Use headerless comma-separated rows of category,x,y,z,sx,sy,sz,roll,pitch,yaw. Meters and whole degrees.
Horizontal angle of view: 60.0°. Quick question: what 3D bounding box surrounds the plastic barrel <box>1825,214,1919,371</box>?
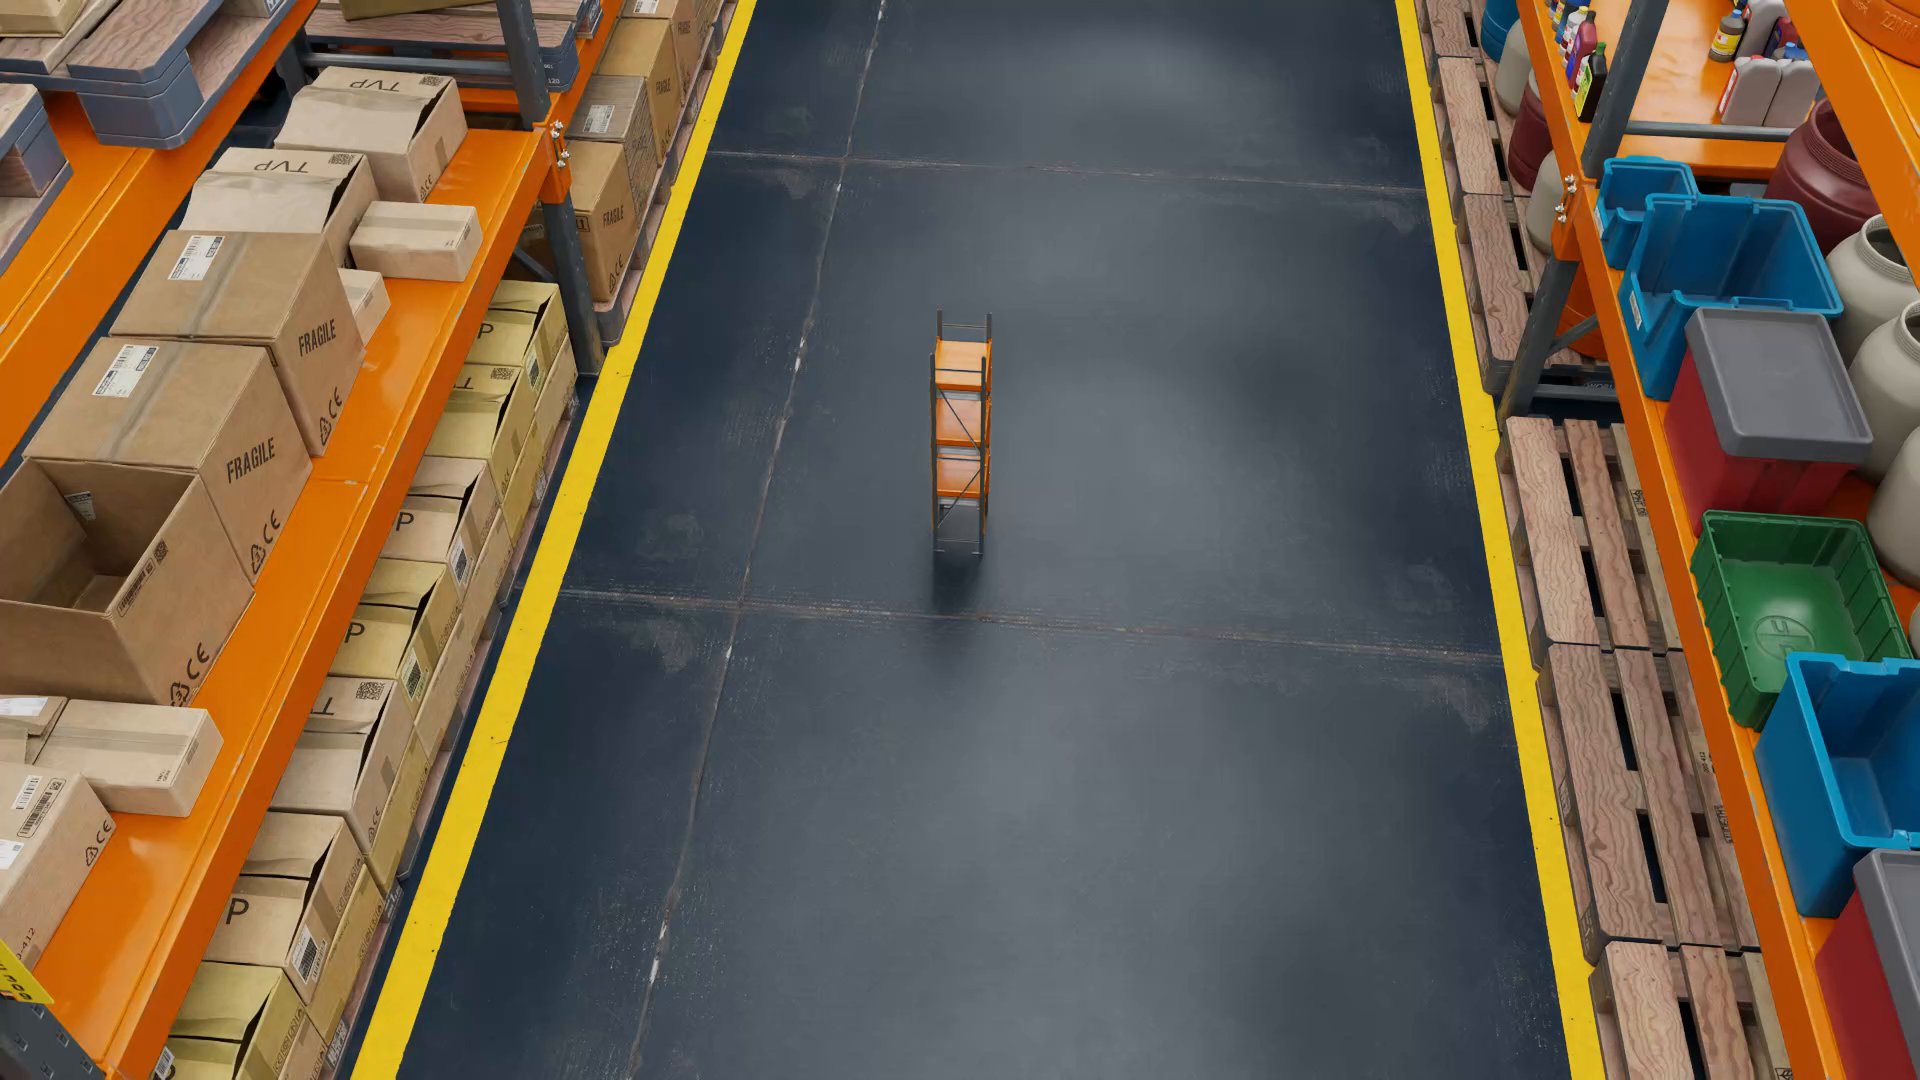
plastic barrel,2.949,-0.747,5.325,0.421,0.512,0.421,0,48,0

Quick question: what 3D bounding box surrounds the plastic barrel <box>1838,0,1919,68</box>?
plastic barrel,2.479,-1.568,3.827,0.600,0.830,0.708,4,48,4

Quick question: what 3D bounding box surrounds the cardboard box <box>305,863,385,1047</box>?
cardboard box,-2.136,1.255,5.148,0.500,0.250,0.500,5,48,5

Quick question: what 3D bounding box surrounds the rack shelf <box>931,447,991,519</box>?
rack shelf,0.005,-0.199,6.611,0.215,0.259,0.240,4,48,4

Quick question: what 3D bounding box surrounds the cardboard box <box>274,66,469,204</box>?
cardboard box,-2.179,-1.521,6.169,0.500,0.311,0.500,7,48,6

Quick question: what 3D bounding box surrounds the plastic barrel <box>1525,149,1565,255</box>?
plastic barrel,2.820,-1.563,7.549,0.421,0.512,0.421,0,48,0

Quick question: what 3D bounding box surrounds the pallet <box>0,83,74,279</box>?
pallet,-2.399,-0.473,3.247,0.805,0.209,1.217,2,48,2

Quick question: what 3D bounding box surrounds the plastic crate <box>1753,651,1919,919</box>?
plastic crate,2.256,0.633,4.149,0.392,0.384,0.575,4,48,4

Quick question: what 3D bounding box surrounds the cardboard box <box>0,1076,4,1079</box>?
cardboard box,-2.716,1.404,4.632,0.500,0.311,0.500,4,48,4

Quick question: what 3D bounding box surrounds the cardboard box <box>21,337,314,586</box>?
cardboard box,-2.287,-0.228,4.858,0.500,0.500,0.500,4,48,4

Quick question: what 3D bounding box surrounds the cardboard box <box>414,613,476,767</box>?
cardboard box,-2.044,0.500,5.839,0.500,0.250,0.500,5,48,4

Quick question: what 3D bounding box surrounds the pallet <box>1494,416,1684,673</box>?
pallet,2.721,0.028,6.581,1.003,0.211,1.213,4,48,4

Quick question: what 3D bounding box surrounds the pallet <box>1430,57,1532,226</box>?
pallet,2.974,-2.015,8.450,1.003,0.211,1.213,4,48,4

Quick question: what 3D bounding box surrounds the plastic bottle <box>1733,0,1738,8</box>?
plastic bottle,3.312,-2.342,6.938,0.061,0.283,0.133,4,48,4

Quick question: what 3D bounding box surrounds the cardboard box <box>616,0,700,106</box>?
cardboard box,-1.641,-2.573,8.466,0.500,0.500,0.500,2,48,2

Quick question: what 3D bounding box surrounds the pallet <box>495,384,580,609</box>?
pallet,-2.216,-0.272,6.856,1.003,0.211,1.213,4,48,4

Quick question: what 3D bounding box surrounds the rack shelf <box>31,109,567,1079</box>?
rack shelf,-2.285,-0.103,5.299,1.077,0.370,4.000,4,48,4

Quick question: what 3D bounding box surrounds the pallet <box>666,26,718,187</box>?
pallet,-1.883,-2.315,8.724,1.003,0.211,1.213,4,48,4

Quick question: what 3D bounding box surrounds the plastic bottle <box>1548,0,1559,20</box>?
plastic bottle,2.527,-2.302,6.909,0.097,0.271,0.097,0,48,0

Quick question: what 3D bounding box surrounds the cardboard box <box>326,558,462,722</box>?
cardboard box,-2.042,0.304,5.638,0.500,0.311,0.500,5,48,5

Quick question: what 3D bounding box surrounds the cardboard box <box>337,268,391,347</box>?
cardboard box,-2.163,-0.790,5.610,0.380,0.149,0.250,7,48,6

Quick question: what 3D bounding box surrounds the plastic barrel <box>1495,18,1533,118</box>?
plastic barrel,2.923,-2.393,8.308,0.421,0.512,0.421,0,48,0

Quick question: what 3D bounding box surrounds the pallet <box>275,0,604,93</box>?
pallet,-2.111,-2.254,6.909,1.213,0.211,1.003,4,48,4

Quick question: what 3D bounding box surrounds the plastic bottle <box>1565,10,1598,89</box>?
plastic bottle,2.463,-1.936,6.567,0.061,0.283,0.133,4,48,4

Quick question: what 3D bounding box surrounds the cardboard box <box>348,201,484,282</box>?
cardboard box,-1.909,-1.051,5.849,0.380,0.149,0.250,4,48,4

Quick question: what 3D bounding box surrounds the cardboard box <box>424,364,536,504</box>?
cardboard box,-1.946,-0.435,6.314,0.500,0.311,0.500,3,48,3

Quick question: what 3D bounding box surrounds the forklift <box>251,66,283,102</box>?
forklift,-4.207,-3.582,8.040,1.130,2.935,3.031,3,48,3

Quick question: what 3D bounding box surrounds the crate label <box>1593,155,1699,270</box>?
crate label,2.418,-1.139,5.872,0.303,0.233,0.416,4,48,4

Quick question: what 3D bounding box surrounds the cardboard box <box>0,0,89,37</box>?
cardboard box,-2.232,-1.381,3.764,0.500,0.250,0.500,0,48,0

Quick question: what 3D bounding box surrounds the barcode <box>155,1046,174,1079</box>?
barcode,-2.029,1.335,4.241,0.001,0.075,0.075,4,48,4

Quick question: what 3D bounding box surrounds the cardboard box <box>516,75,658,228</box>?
cardboard box,-1.734,-1.821,7.778,0.500,0.500,0.500,2,48,2

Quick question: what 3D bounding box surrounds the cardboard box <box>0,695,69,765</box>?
cardboard box,-2.570,0.511,4.341,0.396,0.266,0.258,3,48,3

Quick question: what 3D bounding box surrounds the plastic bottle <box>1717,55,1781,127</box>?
plastic bottle,3.040,-1.744,6.397,0.152,0.276,0.135,4,48,4

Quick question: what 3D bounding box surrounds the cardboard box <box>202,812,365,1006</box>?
cardboard box,-2.130,1.066,4.941,0.500,0.311,0.500,3,48,3

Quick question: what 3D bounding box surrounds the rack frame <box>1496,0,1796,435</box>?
rack frame,2.830,-1.480,6.071,1.000,3.000,0.127,4,48,4

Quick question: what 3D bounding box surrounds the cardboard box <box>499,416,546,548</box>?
cardboard box,-1.951,-0.247,6.522,0.500,0.250,0.500,3,48,3

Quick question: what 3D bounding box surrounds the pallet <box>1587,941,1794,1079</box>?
pallet,2.498,1.821,4.941,1.003,0.211,1.213,4,48,4

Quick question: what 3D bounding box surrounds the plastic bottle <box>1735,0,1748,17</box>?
plastic bottle,3.211,-2.160,6.780,0.097,0.271,0.097,0,48,0

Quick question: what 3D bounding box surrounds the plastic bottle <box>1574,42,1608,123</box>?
plastic bottle,2.442,-1.766,6.412,0.061,0.283,0.133,4,48,4

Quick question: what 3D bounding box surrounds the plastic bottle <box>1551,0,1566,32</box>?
plastic bottle,2.518,-2.206,6.870,0.097,0.201,0.097,0,48,0

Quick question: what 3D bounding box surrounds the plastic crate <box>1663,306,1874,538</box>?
plastic crate,2.378,-0.334,4.980,0.402,0.464,0.583,4,48,4

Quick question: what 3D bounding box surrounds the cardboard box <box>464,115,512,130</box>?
cardboard box,-2.250,-2.118,7.542,0.500,0.250,0.500,6,48,5

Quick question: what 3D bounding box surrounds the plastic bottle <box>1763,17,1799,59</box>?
plastic bottle,3.267,-1.975,6.603,0.061,0.283,0.133,4,48,4

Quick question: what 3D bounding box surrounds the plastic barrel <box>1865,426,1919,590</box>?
plastic barrel,2.877,-0.132,4.746,0.433,0.535,0.433,0,48,0

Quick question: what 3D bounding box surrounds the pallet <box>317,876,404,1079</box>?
pallet,-2.439,1.521,5.216,1.003,0.211,1.213,4,48,4

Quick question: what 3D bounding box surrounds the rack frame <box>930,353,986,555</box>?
rack frame,-0.006,-0.304,6.317,0.200,1.050,0.008,4,48,4

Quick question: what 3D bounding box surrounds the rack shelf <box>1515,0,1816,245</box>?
rack shelf,3.012,-2.707,7.680,1.077,0.370,4.000,4,48,4

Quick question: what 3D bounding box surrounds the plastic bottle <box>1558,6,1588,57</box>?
plastic bottle,2.501,-2.063,6.739,0.097,0.201,0.097,0,48,0

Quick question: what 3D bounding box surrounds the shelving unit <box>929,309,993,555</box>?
shelving unit,0.005,-0.394,6.399,0.215,1.050,0.252,4,48,4

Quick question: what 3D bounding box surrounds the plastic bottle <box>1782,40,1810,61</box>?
plastic bottle,3.229,-1.816,6.465,0.097,0.271,0.097,0,48,0
